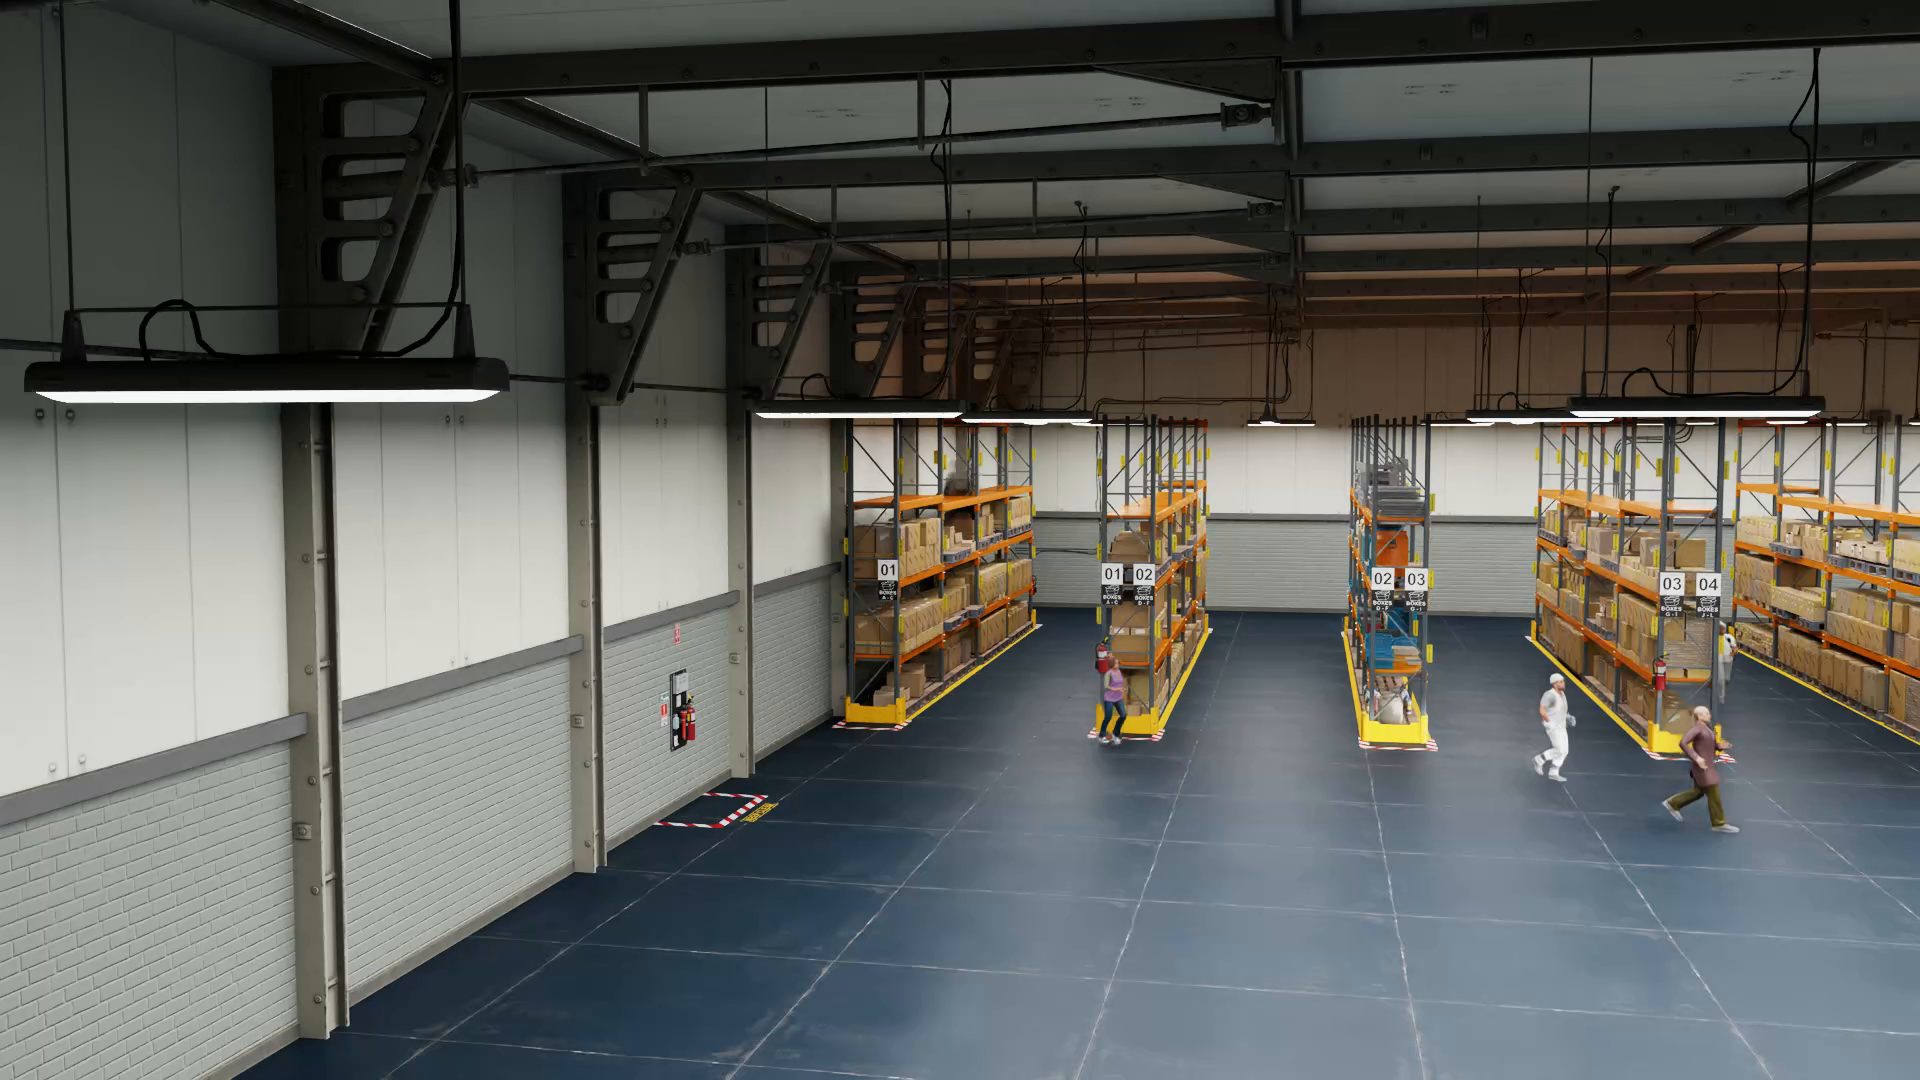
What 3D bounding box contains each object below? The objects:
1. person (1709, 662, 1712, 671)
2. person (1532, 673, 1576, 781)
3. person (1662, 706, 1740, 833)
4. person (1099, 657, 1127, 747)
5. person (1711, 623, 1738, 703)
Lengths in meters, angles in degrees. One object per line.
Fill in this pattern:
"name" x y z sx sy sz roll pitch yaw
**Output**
"person" 16.876 2.446 37.573 0.549 1.552 0.556 0 4 1
"person" 9.690 3.043 27.149 0.592 1.754 0.677 4 5 43
"person" 10.558 3.237 23.674 1.055 1.753 0.710 2 5 33
"person" 2.792 2.922 30.070 0.541 1.618 0.648 -3 5 -35
"person" 16.077 2.576 35.072 0.601 1.669 0.757 1 4 13
